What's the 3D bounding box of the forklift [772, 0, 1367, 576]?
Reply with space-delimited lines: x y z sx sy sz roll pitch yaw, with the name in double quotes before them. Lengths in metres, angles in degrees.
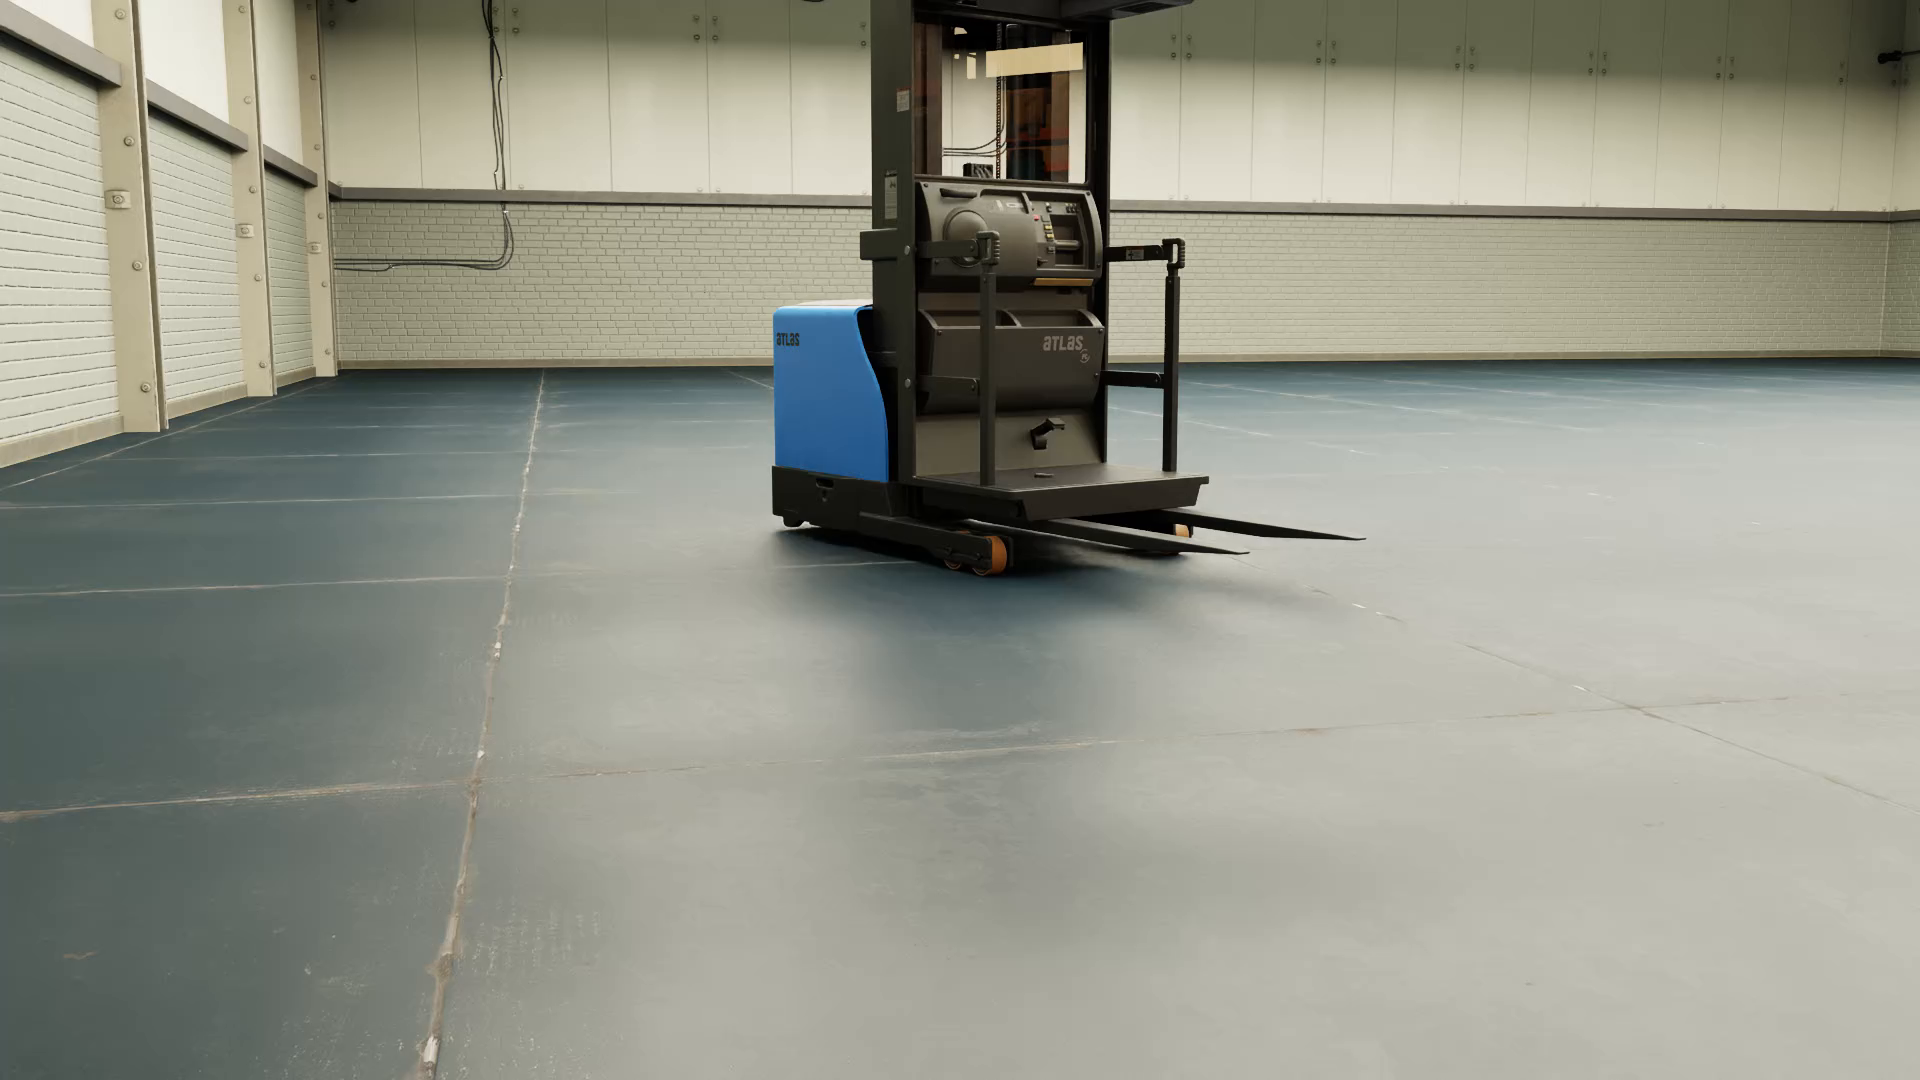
"forklift" 0.355 -1.383 7.015 1.130 2.935 3.031 -6 10 -35
